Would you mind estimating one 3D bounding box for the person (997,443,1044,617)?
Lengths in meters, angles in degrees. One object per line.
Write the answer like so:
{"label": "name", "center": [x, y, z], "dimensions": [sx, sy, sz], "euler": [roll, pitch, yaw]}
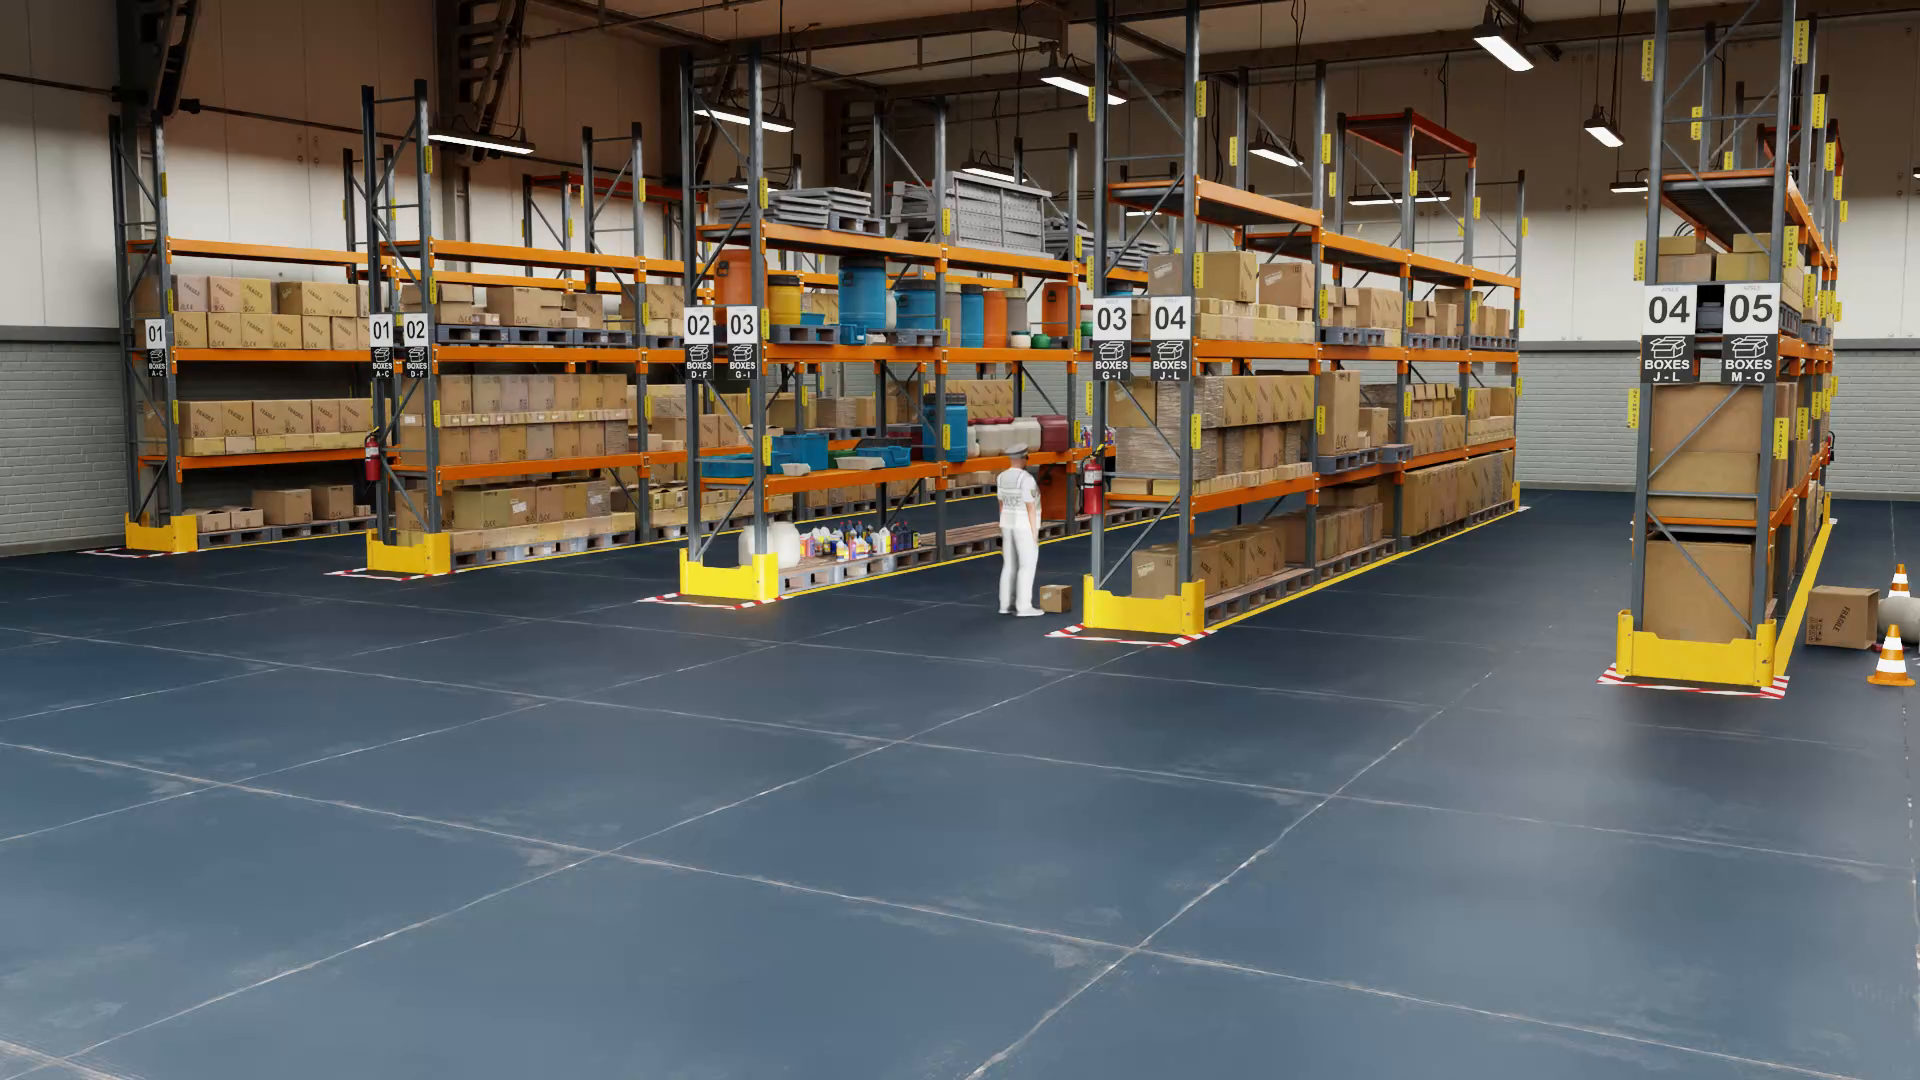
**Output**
{"label": "person", "center": [0.621, -0.108, 17.073], "dimensions": [0.394, 1.768, 0.525], "euler": [-5, 8, -39]}
